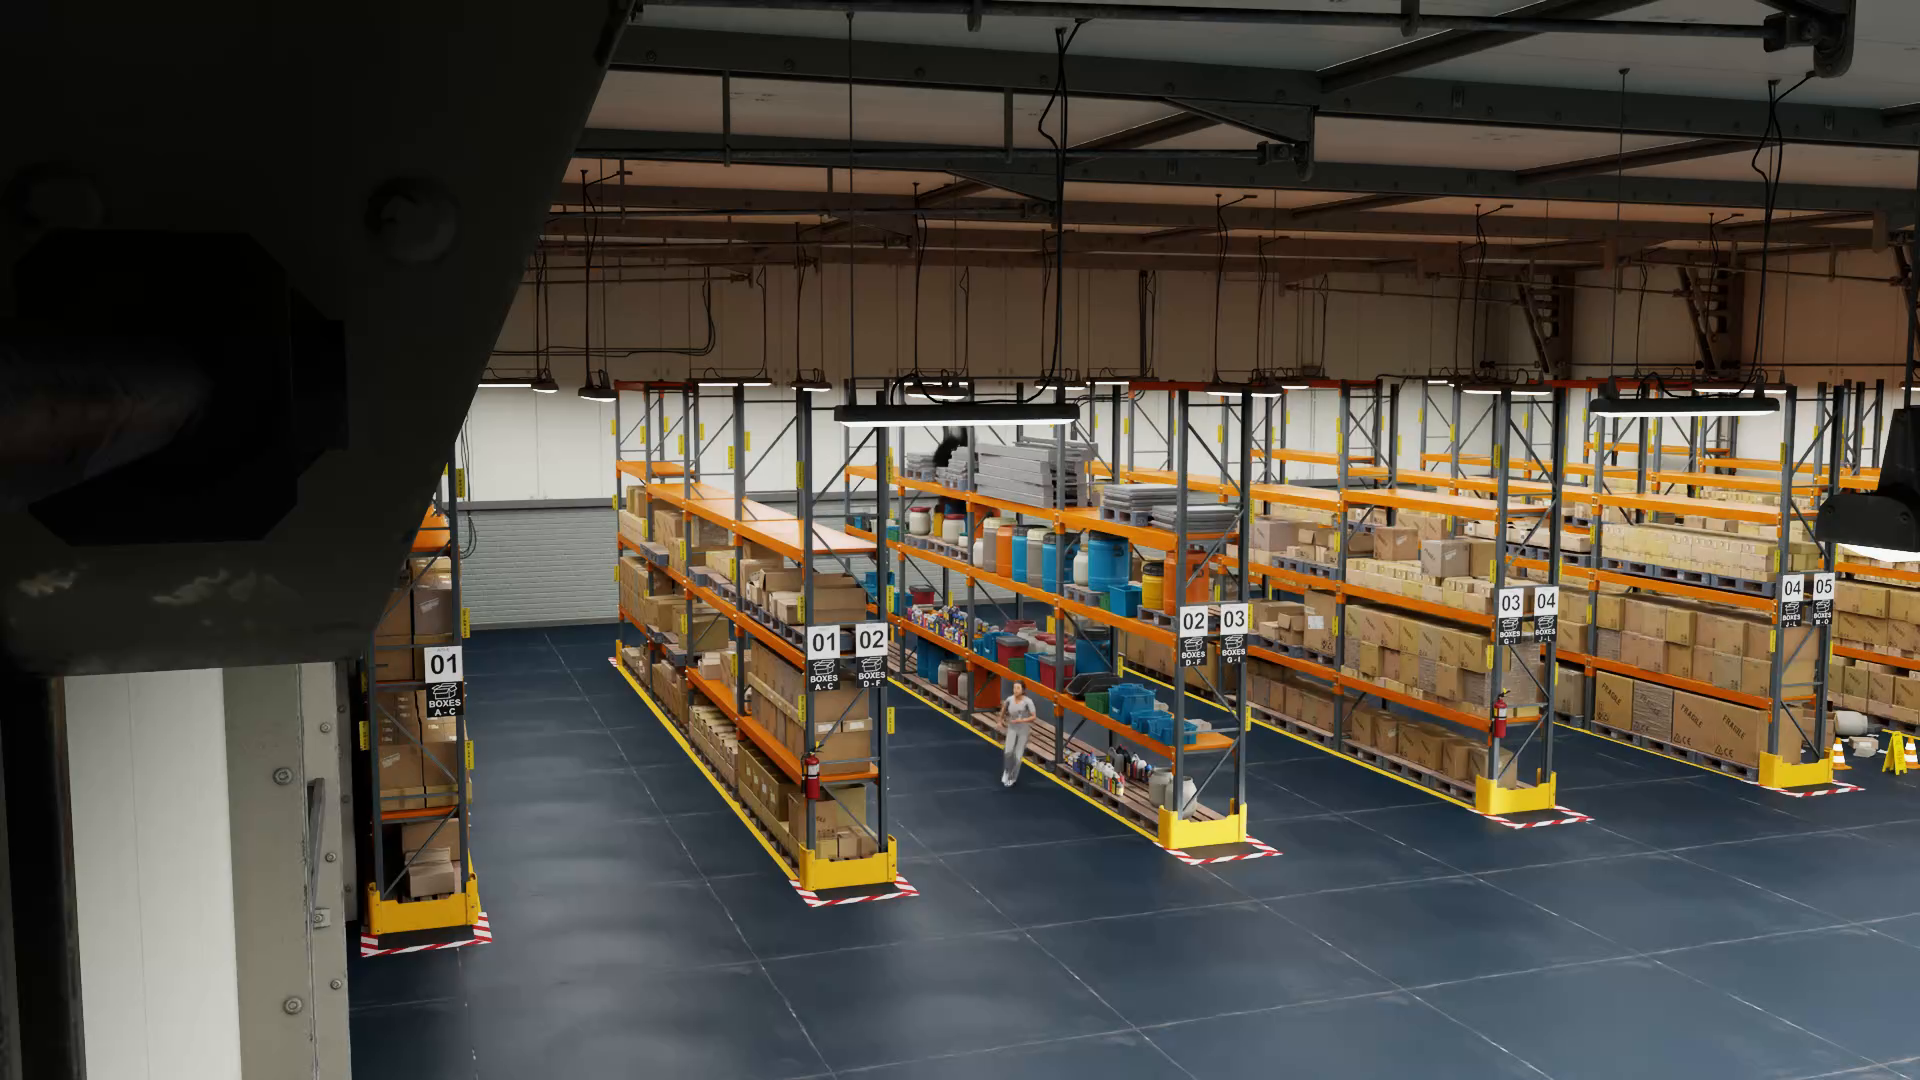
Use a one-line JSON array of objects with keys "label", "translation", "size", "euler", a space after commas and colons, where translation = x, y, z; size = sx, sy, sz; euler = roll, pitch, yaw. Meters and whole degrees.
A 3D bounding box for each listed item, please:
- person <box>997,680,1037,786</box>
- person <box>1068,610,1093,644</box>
[{"label": "person", "translation": [0.834, 2.897, 24.881], "size": [0.638, 1.627, 0.590], "euler": [1, 6, 10]}, {"label": "person", "translation": [2.452, 1.643, 33.807], "size": [0.605, 1.694, 0.764], "euler": [-3, 7, -25]}]
